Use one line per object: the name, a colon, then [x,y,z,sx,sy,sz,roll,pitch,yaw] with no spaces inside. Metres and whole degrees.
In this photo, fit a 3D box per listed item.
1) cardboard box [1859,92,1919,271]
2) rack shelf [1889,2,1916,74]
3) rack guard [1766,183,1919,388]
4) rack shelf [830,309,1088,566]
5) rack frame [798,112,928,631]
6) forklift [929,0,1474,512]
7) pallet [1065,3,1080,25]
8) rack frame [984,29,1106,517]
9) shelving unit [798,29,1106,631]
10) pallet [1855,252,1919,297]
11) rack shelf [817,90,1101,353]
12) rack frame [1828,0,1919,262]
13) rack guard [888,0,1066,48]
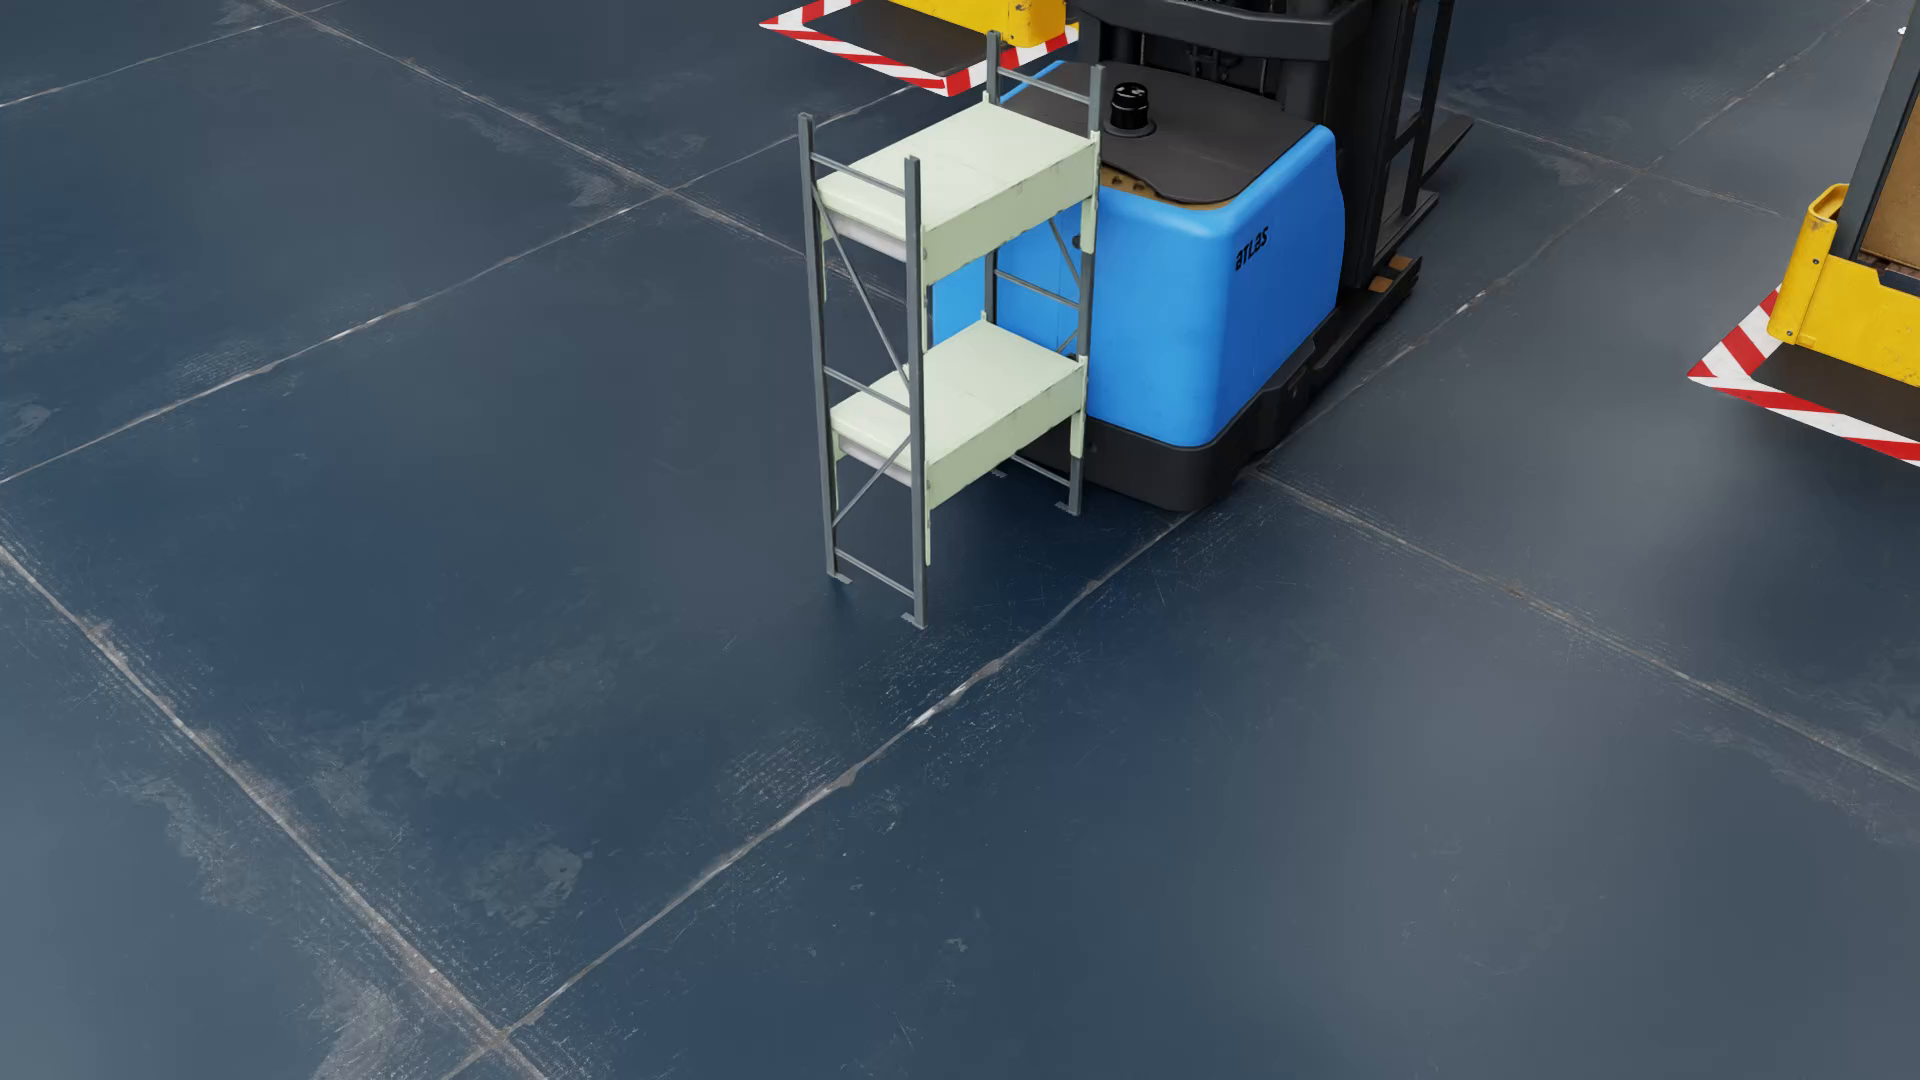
cardboard box: [3.969,-1.465,6.052,0.875,0.875,0.875,30,47,32]
rack shelf: [4.910,-2.430,6.474,1.077,0.370,4.000,30,47,32]
rack guard: [3.544,-0.803,5.858,1.175,0.500,0.348,30,47,32]
rack shelf: [-0.010,-0.322,4.973,0.431,0.370,0.720,29,47,31]
rack frame: [-0.252,-0.406,4.555,0.400,1.500,0.023,29,47,31]
forklift: [1.118,-2.121,5.563,1.130,2.935,3.031,22,43,25]
pallet: [0.593,-3.223,9.134,1.003,0.211,1.213,30,47,32]
rack frame: [0.232,-0.748,4.985,0.400,1.500,0.023,29,47,31]
shelving unit: [-0.010,-0.577,4.770,0.431,1.500,0.755,29,47,31]
pallet: [4.042,-1.101,6.465,1.003,0.211,1.213,30,47,32]
rack shelf: [-0.010,-0.882,4.527,0.431,0.370,0.720,29,47,31]
rack frame: [3.560,-1.793,5.094,1.000,3.000,0.127,30,47,32]
rack guard: [0.019,-2.978,8.594,1.175,0.500,0.348,30,47,32]
